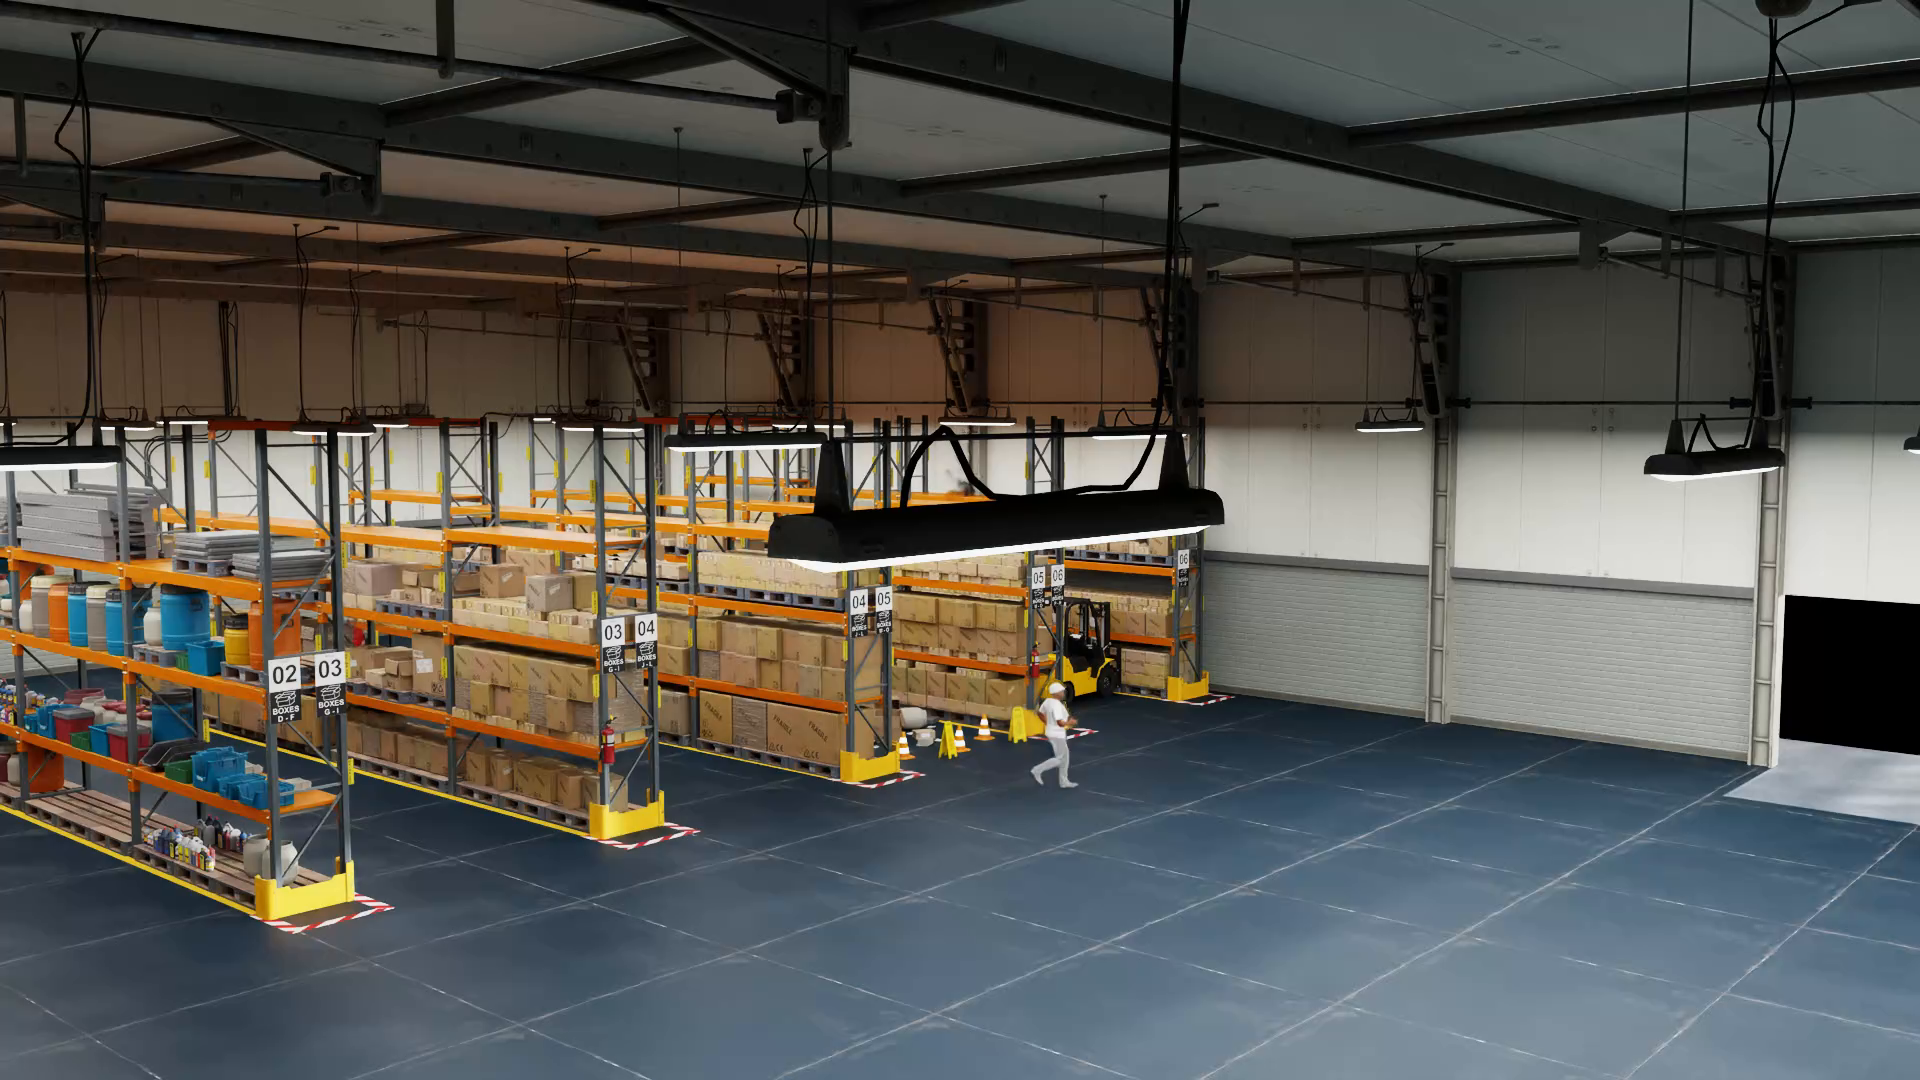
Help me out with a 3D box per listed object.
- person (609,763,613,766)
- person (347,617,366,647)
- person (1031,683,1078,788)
[{"bbox_3d":[-6.271,3.065,29.046,0.588,1.733,0.661,3,5,30],"label":"person"},{"bbox_3d":[-13.094,2.505,35.891,0.590,1.687,0.648,5,7,44],"label":"person"},{"bbox_3d":[1.539,3.196,27.175,0.822,1.741,0.715,-1,5,-12],"label":"person"}]
